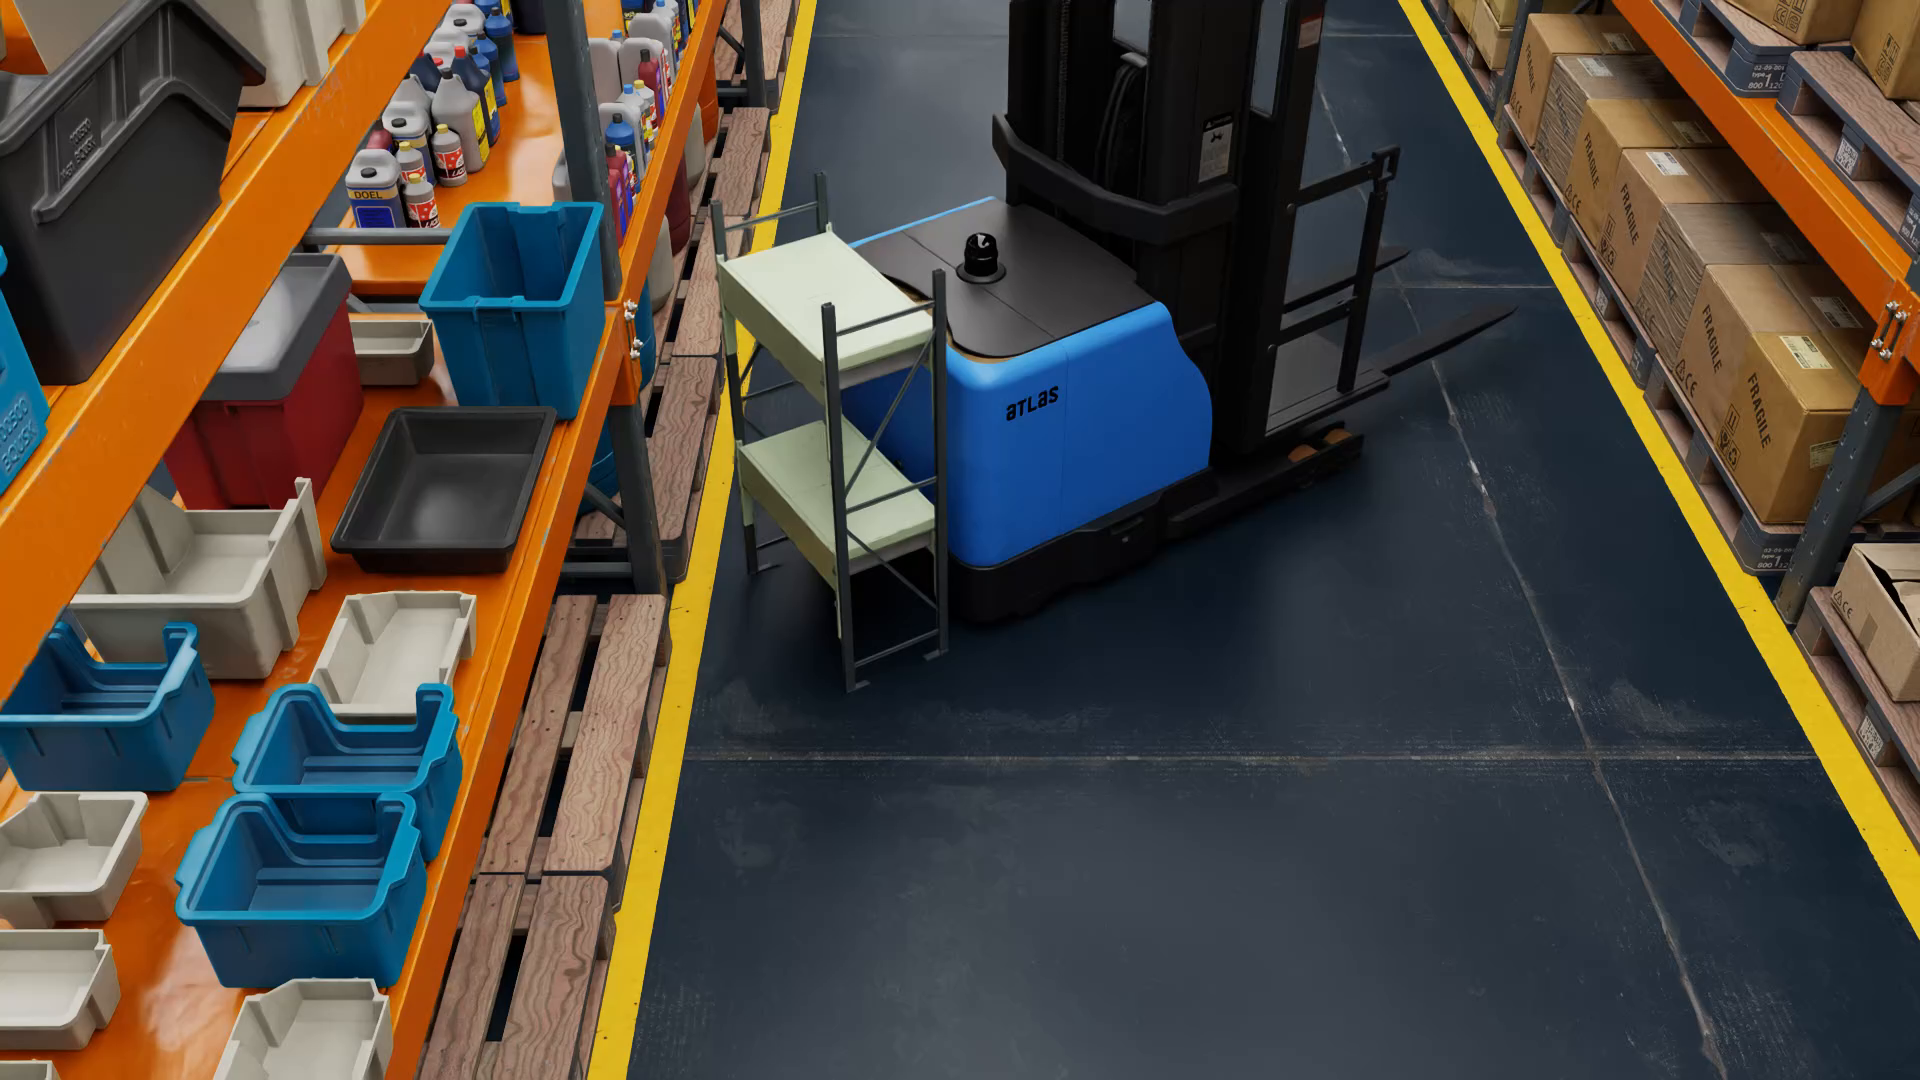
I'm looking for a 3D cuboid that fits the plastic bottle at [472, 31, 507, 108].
[{"bbox_3d":[-1.740,-1.737,6.122,0.097,0.271,0.097,0,39,0],"label":"plastic bottle"}]

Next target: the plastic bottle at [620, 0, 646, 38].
[{"bbox_3d":[-1.278,-2.060,6.524,0.097,0.271,0.097,0,39,0],"label":"plastic bottle"}]

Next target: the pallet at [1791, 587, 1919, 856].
[{"bbox_3d":[3.413,0.615,5.314,1.003,0.211,1.213,0,39,0],"label":"pallet"}]

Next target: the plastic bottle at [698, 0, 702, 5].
[{"bbox_3d":[-1.116,-2.390,6.927,0.061,0.283,0.133,0,39,0],"label":"plastic bottle"}]

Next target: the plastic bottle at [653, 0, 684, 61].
[{"bbox_3d":[-1.133,-1.999,6.448,0.097,0.271,0.097,0,39,0],"label":"plastic bottle"}]

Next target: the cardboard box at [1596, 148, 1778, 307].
[{"bbox_3d":[3.131,-1.348,7.181,0.500,0.500,0.500,-1,39,-2],"label":"cardboard box"}]

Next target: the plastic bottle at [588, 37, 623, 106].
[{"bbox_3d":[-1.312,-1.722,6.099,0.152,0.276,0.135,0,39,0],"label":"plastic bottle"}]

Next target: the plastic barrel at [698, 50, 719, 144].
[{"bbox_3d":[-1.527,-2.414,8.264,0.600,0.830,0.708,0,39,0],"label":"plastic barrel"}]

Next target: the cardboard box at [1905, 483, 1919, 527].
[{"bbox_3d":[3.657,-0.402,6.000,0.500,0.500,0.500,-2,39,-2],"label":"cardboard box"}]

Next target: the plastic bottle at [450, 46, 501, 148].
[{"bbox_3d":[-1.724,-1.573,5.853,0.144,0.351,0.185,0,39,0],"label":"plastic bottle"}]

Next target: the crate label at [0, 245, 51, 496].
[{"bbox_3d":[-1.213,-0.090,1.684,0.408,0.251,0.502,0,39,0],"label":"crate label"}]

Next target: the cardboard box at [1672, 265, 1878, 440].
[{"bbox_3d":[3.134,-0.717,6.393,0.500,0.500,0.500,0,39,0],"label":"cardboard box"}]

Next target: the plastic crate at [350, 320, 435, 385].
[{"bbox_3d":[-1.682,-0.531,4.677,0.396,0.136,0.243,0,39,0],"label":"plastic crate"}]

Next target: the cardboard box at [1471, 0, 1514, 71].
[{"bbox_3d":[3.164,-2.824,9.238,0.500,0.250,0.500,1,39,1],"label":"cardboard box"}]

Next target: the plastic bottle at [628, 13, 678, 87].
[{"bbox_3d":[-1.161,-1.867,6.280,0.152,0.276,0.135,0,39,0],"label":"plastic bottle"}]

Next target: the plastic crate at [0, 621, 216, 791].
[{"bbox_3d":[-1.794,0.357,3.491,0.416,0.233,0.300,0,39,0],"label":"plastic crate"}]

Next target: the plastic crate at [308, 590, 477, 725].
[{"bbox_3d":[-1.237,0.266,3.682,0.293,0.136,0.466,0,39,0],"label":"plastic crate"}]

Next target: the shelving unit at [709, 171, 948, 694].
[{"bbox_3d":[-0.410,-0.331,5.464,0.431,1.500,0.755,-21,43,-24],"label":"shelving unit"}]

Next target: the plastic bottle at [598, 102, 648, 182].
[{"bbox_3d":[-1.160,-1.372,5.662,0.152,0.276,0.135,0,39,0],"label":"plastic bottle"}]

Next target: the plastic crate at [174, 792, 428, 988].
[{"bbox_3d":[-1.208,0.664,3.109,0.416,0.233,0.300,0,39,0],"label":"plastic crate"}]

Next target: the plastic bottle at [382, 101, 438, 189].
[{"bbox_3d":[-1.864,-1.328,5.608,0.152,0.276,0.135,0,39,0],"label":"plastic bottle"}]

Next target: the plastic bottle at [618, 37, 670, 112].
[{"bbox_3d":[-1.160,-1.722,6.099,0.152,0.276,0.135,0,39,0],"label":"plastic bottle"}]

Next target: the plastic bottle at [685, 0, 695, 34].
[{"bbox_3d":[-1.116,-2.191,6.679,0.061,0.283,0.133,0,39,0],"label":"plastic bottle"}]

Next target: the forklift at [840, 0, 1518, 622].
[{"bbox_3d":[0.977,-1.593,5.894,3.031,2.935,1.130,-24,45,-27],"label":"forklift"}]

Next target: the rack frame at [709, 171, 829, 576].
[{"bbox_3d":[-0.603,-0.526,5.707,0.400,1.500,0.023,-21,43,-24],"label":"rack frame"}]

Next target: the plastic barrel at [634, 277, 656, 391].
[{"bbox_3d":[-1.524,-1.030,6.479,0.600,0.901,0.708,0,39,0],"label":"plastic barrel"}]

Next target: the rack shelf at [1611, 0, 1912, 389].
[{"bbox_3d":[3.411,-1.873,6.764,1.077,0.370,4.000,0,39,0],"label":"rack shelf"}]

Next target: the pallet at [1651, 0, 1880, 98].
[{"bbox_3d":[3.416,-2.113,6.642,1.003,0.211,1.213,0,39,0],"label":"pallet"}]

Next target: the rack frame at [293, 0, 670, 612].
[{"bbox_3d":[-1.540,-0.902,4.977,1.000,3.000,0.127,0,39,0],"label":"rack frame"}]

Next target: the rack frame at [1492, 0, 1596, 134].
[{"bbox_3d":[3.409,-3.404,8.100,1.000,3.000,0.127,0,39,0],"label":"rack frame"}]

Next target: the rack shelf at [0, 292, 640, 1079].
[{"bbox_3d":[-1.537,0.630,3.641,1.077,0.370,4.000,0,39,0],"label":"rack shelf"}]

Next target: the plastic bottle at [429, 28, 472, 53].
[{"bbox_3d":[-1.865,-1.728,6.106,0.152,0.276,0.135,0,39,0],"label":"plastic bottle"}]

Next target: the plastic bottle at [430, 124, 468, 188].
[{"bbox_3d":[-1.739,-1.311,5.646,0.097,0.201,0.097,0,39,0],"label":"plastic bottle"}]

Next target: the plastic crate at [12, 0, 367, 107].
[{"bbox_3d":[-1.229,-0.911,2.684,0.437,0.282,0.530,0,39,0],"label":"plastic crate"}]

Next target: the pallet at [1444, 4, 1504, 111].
[{"bbox_3d":[3.447,-2.831,9.614,1.003,0.211,1.213,0,39,0],"label":"pallet"}]

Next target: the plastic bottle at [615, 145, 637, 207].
[{"bbox_3d":[-1.132,-1.209,5.519,0.097,0.201,0.097,0,39,0],"label":"plastic bottle"}]

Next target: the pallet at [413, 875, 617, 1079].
[{"bbox_3d":[-1.496,1.411,4.320,1.003,0.211,1.213,0,39,0],"label":"pallet"}]

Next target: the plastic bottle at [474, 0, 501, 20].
[{"bbox_3d":[-1.832,-2.027,6.483,0.097,0.271,0.097,0,39,0],"label":"plastic bottle"}]

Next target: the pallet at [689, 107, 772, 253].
[{"bbox_3d":[-1.502,-1.822,8.355,1.003,0.211,1.213,0,39,0],"label":"pallet"}]

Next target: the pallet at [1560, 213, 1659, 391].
[{"bbox_3d":[3.371,-1.088,7.439,1.003,0.211,1.213,0,39,0],"label":"pallet"}]

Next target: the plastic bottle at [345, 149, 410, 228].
[{"bbox_3d":[-1.863,-1.100,5.323,0.152,0.276,0.135,0,39,0],"label":"plastic bottle"}]

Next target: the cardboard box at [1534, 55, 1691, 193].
[{"bbox_3d":[3.130,-1.988,7.980,0.500,0.500,0.500,-1,39,-2],"label":"cardboard box"}]

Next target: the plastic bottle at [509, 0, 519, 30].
[{"bbox_3d":[-1.866,-2.217,6.717,0.152,0.276,0.135,0,39,0],"label":"plastic bottle"}]

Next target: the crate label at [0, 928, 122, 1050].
[{"bbox_3d":[-1.728,0.814,2.999,0.396,0.136,0.243,0,39,0],"label":"crate label"}]

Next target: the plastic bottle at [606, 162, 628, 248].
[{"bbox_3d":[-1.114,-1.086,5.300,0.061,0.283,0.133,0,39,0],"label":"plastic bottle"}]

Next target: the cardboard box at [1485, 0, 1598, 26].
[{"bbox_3d":[3.162,-3.042,9.061,0.500,0.311,0.500,1,39,1],"label":"cardboard box"}]

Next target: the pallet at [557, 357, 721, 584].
[{"bbox_3d":[-1.499,-0.296,6.451,1.003,0.211,1.213,0,39,0],"label":"pallet"}]

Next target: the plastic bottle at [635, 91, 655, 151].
[{"bbox_3d":[-1.133,-1.476,5.852,0.097,0.201,0.097,0,39,0],"label":"plastic bottle"}]

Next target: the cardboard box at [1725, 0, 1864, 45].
[{"bbox_3d":[3.350,-2.211,6.194,0.700,0.500,0.500,-9,40,-11],"label":"cardboard box"}]

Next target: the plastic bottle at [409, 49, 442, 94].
[{"bbox_3d":[-1.868,-1.573,5.853,0.144,0.351,0.185,0,39,0],"label":"plastic bottle"}]

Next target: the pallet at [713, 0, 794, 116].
[{"bbox_3d":[-1.506,-2.799,9.575,1.003,0.211,1.213,0,39,0],"label":"pallet"}]

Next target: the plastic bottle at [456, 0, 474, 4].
[{"bbox_3d":[-1.911,-2.020,6.465,0.061,0.283,0.133,0,39,0],"label":"plastic bottle"}]

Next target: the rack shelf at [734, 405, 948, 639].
[{"bbox_3d":[-0.410,-0.077,5.668,0.431,0.370,0.720,-21,43,-24],"label":"rack shelf"}]

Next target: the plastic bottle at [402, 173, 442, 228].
[{"bbox_3d":[-1.739,-1.082,5.361,0.097,0.201,0.097,0,39,0],"label":"plastic bottle"}]

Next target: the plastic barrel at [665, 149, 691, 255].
[{"bbox_3d":[-1.525,-1.614,7.458,0.600,0.588,0.708,0,39,0],"label":"plastic barrel"}]

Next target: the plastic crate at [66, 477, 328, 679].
[{"bbox_3d":[-1.722,0.076,3.803,0.437,0.282,0.530,0,39,0],"label":"plastic crate"}]
